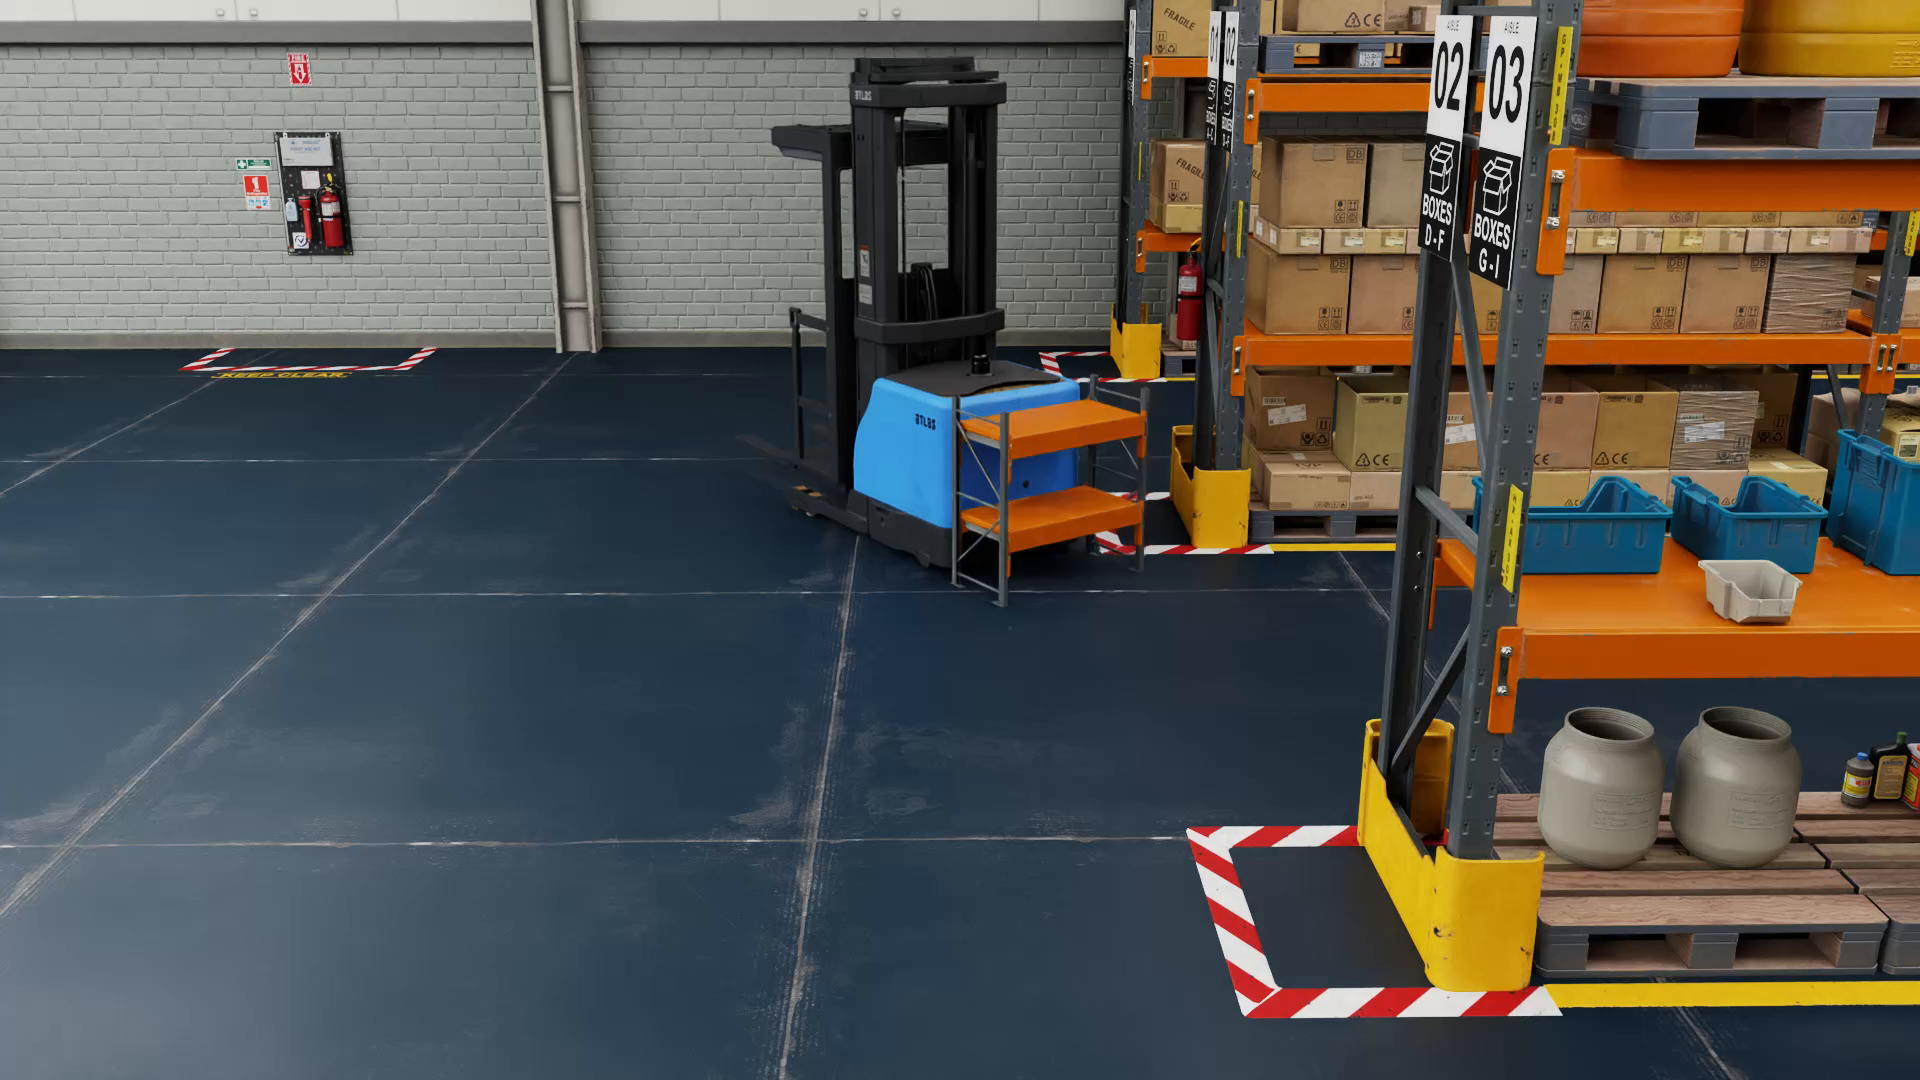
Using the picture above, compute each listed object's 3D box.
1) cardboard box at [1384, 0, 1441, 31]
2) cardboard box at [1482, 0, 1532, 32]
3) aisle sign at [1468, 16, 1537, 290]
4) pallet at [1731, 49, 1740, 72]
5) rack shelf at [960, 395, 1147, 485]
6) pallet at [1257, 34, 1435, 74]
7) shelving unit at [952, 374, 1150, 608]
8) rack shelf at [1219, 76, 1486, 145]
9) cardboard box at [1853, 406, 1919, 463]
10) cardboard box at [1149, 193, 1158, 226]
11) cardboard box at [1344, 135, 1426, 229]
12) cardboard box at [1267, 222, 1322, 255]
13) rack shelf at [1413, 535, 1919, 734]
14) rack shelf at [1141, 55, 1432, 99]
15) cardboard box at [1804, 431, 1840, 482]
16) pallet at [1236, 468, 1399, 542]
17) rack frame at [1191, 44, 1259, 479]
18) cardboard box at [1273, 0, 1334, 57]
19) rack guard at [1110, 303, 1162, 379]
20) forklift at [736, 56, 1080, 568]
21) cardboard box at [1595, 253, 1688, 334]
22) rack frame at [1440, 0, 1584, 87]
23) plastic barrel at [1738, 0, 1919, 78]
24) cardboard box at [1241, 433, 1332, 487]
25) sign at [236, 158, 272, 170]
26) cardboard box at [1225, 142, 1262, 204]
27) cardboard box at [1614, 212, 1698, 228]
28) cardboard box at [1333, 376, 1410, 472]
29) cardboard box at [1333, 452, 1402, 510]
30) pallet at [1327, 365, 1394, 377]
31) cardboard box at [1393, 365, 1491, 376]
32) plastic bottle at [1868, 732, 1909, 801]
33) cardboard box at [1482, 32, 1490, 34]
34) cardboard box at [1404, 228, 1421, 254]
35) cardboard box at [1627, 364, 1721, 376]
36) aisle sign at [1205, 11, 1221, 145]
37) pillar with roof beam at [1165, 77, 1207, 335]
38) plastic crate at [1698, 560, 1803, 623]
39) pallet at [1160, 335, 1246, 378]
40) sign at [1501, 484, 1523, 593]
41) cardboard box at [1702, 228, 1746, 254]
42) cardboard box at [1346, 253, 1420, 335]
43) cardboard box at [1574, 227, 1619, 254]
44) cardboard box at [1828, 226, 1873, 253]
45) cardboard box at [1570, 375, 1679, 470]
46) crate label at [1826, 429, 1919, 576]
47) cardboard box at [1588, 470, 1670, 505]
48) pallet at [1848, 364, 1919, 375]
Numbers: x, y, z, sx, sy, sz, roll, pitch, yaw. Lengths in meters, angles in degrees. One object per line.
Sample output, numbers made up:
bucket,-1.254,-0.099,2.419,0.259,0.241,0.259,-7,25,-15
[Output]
cardboard box,2.793,-3.264,10.229,0.500,0.250,0.500,0,18,-1
cardboard box,3.311,-3.221,9.687,0.500,0.500,0.500,0,18,-1
aisle sign,1.653,-1.189,5.088,0.004,0.787,0.394,0,18,-1
pallet,4.793,-2.947,10.059,1.213,0.211,1.003,0,18,-1
rack shelf,0.524,-0.586,9.574,1.000,0.278,0.538,-12,22,-34
pallet,2.353,-2.936,10.022,1.213,0.211,1.003,0,18,-1
shelving unit,0.524,-0.307,9.664,1.048,1.125,0.538,-12,22,-34
rack shelf,3.646,-2.649,10.163,4.000,0.370,1.077,0,18,-1
cardboard box,6.063,-0.657,10.580,0.500,0.311,0.500,0,18,-1
cardboard box,2.028,-3.066,15.409,0.500,0.250,0.500,0,18,0
cardboard box,2.692,-2.222,10.276,0.500,0.500,0.700,-1,18,-2
cardboard box,2.042,-1.847,10.168,0.250,0.149,0.380,0,18,-1
rack shelf,3.720,0.292,5.905,4.000,0.370,1.077,0,18,-1
rack shelf,3.564,-4.162,14.879,4.000,0.370,1.077,0,18,-1
cardboard box,6.055,-0.554,11.179,0.500,0.250,0.500,0,18,-1
pallet,2.410,-0.243,10.958,1.213,0.211,1.003,0,18,-1
rack frame,1.646,-1.554,10.481,0.127,3.000,1.000,0,18,-1
cardboard box,2.959,-4.473,14.474,0.500,0.500,0.500,1,18,2
rack guard,1.640,-1.877,15.580,0.348,0.500,1.175,0,18,-1
forklift,-0.510,-1.621,10.803,1.130,2.935,3.031,-12,21,-33
cardboard box,4.173,-1.611,10.495,0.500,0.500,0.700,0,18,0
rack frame,1.720,-2.898,4.849,0.127,3.000,1.000,0,18,-1
plastic barrel,2.858,-1.803,5.352,0.600,0.588,0.600,0,18,0
cardboard box,2.177,-0.537,11.126,0.500,0.250,0.500,0,18,-1
sign,-6.770,-3.601,15.936,0.331,0.109,0.001,0,18,-1
cardboard box,2.540,-3.272,14.822,0.500,0.500,0.500,0,18,-1
cardboard box,4.196,-2.229,10.299,0.500,0.500,0.700,0,18,-1
cardboard box,2.686,-0.739,10.528,0.500,0.500,0.500,0,18,-1
cardboard box,2.686,-0.383,10.644,0.500,0.250,0.500,0,18,-1
pallet,3.670,-1.738,15.619,1.213,0.211,1.003,0,18,-1
cardboard box,3.177,-0.904,11.043,0.500,0.500,0.500,0,18,-1
plastic bottle,3.666,0.894,6.577,0.133,0.283,0.061,0,18,0
cardboard box,4.557,-4.495,14.543,0.500,0.500,0.500,-2,18,-6
cardboard box,2.807,-1.850,10.178,0.250,0.149,0.380,-1,18,-2
cardboard box,4.677,-0.910,11.059,0.500,0.500,0.500,0,18,-1
aisle sign,1.576,-2.881,10.363,0.004,0.787,0.394,0,18,-1
pillar with roof beam,2.318,-4.876,11.016,0.400,9.000,9.100,0,18,-1
plastic crate,2.620,0.178,5.512,0.250,0.136,0.298,0,18,-1
pallet,2.453,-1.733,15.603,1.213,0.211,1.003,0,18,-1
sign,1.725,-0.005,5.199,0.005,0.325,0.100,0,18,-1
cardboard box,4.605,-1.859,10.206,0.250,0.149,0.380,0,18,-1
cardboard box,2.638,-1.604,10.473,0.500,0.500,0.700,0,18,1
cardboard box,3.842,-1.855,10.194,0.250,0.149,0.380,0,18,1
cardboard box,5.377,-1.863,10.219,0.250,0.149,0.380,0,18,-1
cardboard box,4.185,-0.750,10.560,0.500,0.500,0.500,0,18,-1
crate label,3.556,-0.149,6.045,0.616,0.435,0.502,0,18,-1
cardboard box,4.185,-0.389,10.662,0.500,0.250,0.500,0,18,-1
pallet,8.782,-1.774,15.733,1.213,0.211,1.003,0,18,-1
